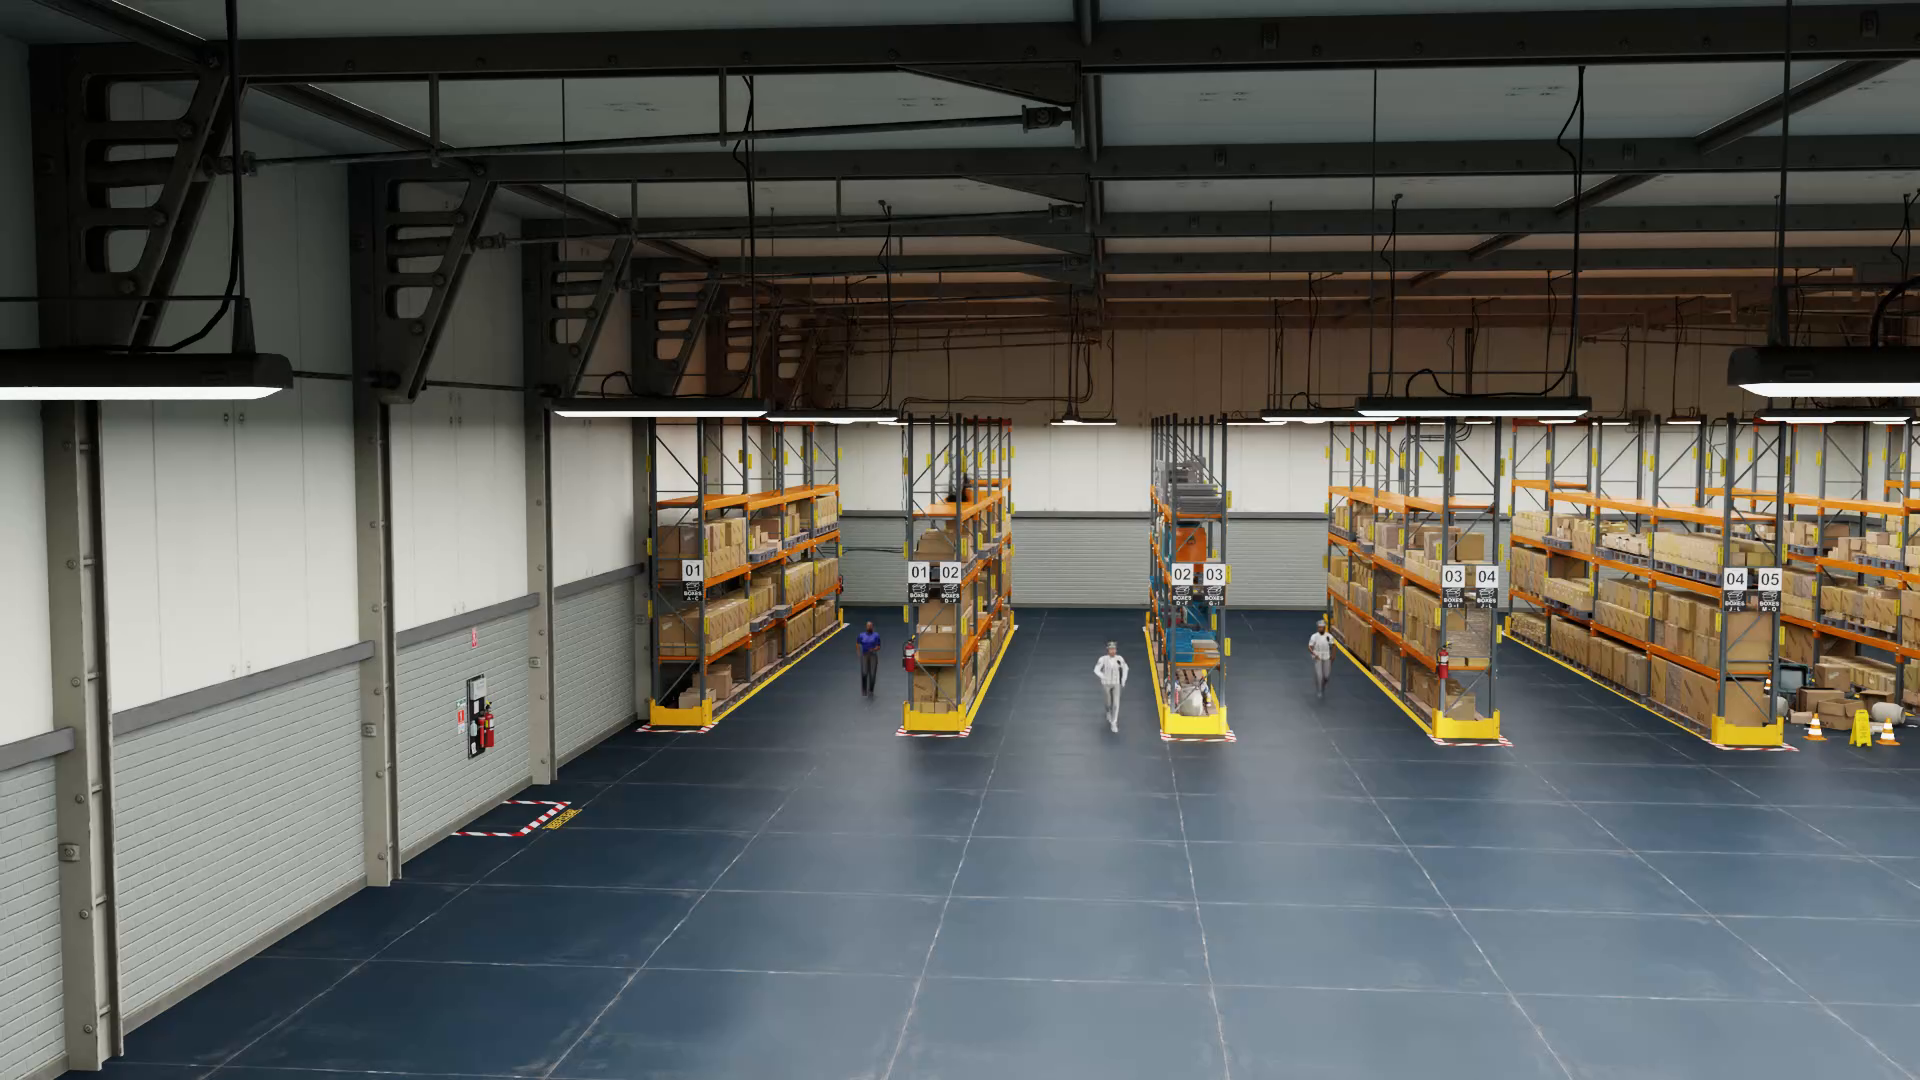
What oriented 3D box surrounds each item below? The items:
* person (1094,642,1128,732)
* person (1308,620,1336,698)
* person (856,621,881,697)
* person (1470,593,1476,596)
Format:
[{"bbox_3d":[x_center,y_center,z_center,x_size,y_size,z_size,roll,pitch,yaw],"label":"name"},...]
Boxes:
[{"bbox_3d":[2.889,2.767,31.706,0.657,1.696,0.797,0,4,1],"label":"person"},{"bbox_3d":[7.697,2.528,35.307,0.608,1.654,0.557,0,4,1],"label":"person"},{"bbox_3d":[-1.938,2.532,35.245,0.550,1.614,0.646,0,4,-3],"label":"person"},{"bbox_3d":[13.886,1.908,44.467,0.616,1.686,0.914,1,4,8],"label":"person"}]
